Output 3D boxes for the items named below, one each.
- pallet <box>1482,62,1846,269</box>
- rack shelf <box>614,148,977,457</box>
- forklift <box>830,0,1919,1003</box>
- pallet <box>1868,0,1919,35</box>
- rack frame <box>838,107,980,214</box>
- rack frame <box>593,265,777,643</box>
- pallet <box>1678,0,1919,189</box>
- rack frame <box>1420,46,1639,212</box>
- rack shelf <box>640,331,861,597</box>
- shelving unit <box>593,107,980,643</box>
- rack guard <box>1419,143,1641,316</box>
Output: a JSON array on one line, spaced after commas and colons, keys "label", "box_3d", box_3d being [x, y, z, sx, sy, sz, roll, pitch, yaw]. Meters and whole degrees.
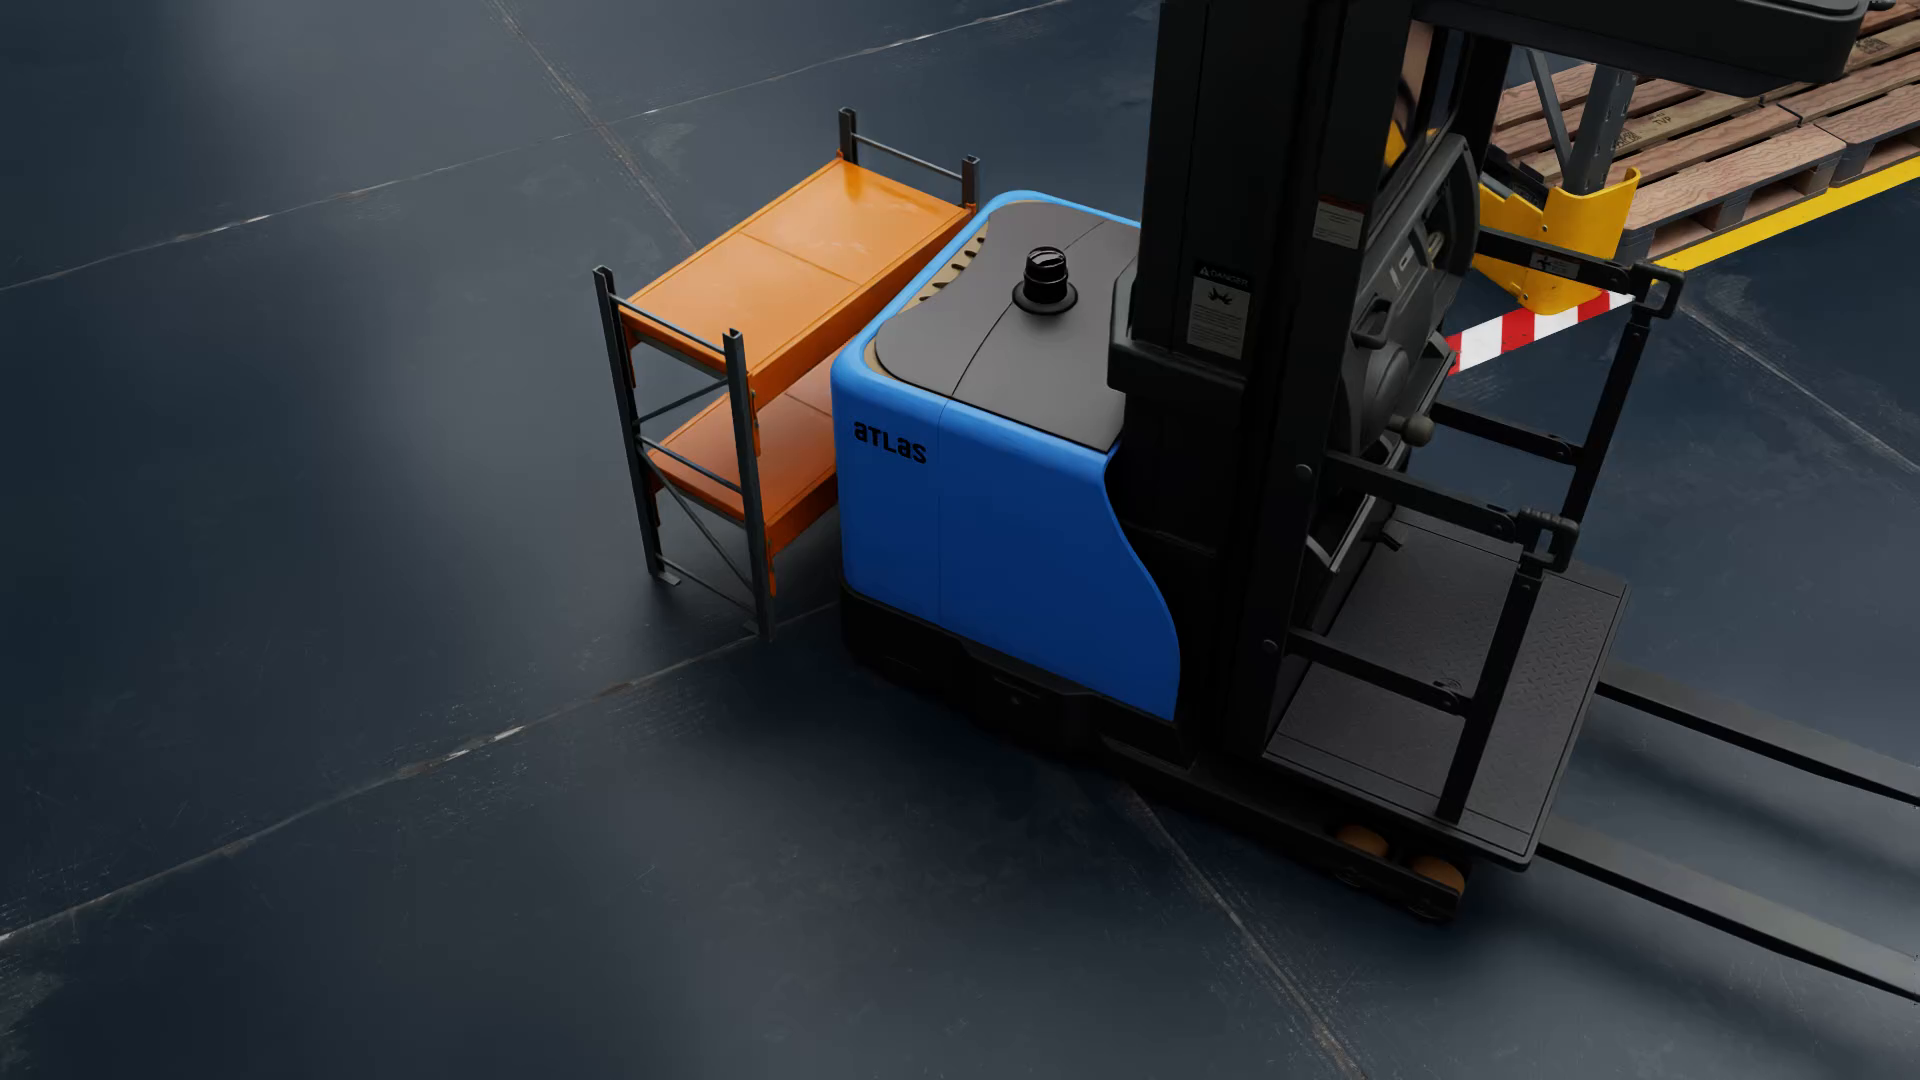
[{"label": "pallet", "box_3d": [2.734, -1.573, 6.720, 1.213, 0.211, 1.003, -22, 48, -21]}, {"label": "rack shelf", "box_3d": [-0.454, -0.705, 4.749, 0.538, 0.278, 1.000, 27, 50, 25]}, {"label": "forklift", "box_3d": [1.195, -0.513, 3.674, 3.031, 2.935, 1.130, 21, 48, 20]}, {"label": "pallet", "box_3d": [4.850, -2.420, 7.592, 1.213, 0.211, 1.003, -22, 48, -21]}, {"label": "rack frame", "box_3d": [-0.152, -0.780, 5.246, 0.500, 1.125, 0.032, 27, 50, 25]}, {"label": "rack frame", "box_3d": [-0.755, -0.210, 4.659, 0.500, 1.125, 0.032, 27, 50, 25]}, {"label": "pallet", "box_3d": [3.791, -1.994, 7.153, 1.213, 0.211, 1.003, -22, 48, -21]}, {"label": "rack frame", "box_3d": [2.000, -2.311, 5.478, 0.127, 3.000, 1.000, -22, 48, -21]}, {"label": "rack shelf", "box_3d": [-0.454, -0.320, 5.123, 0.538, 0.278, 1.000, 27, 50, 25]}, {"label": "shelving unit", "box_3d": [-0.454, -0.495, 4.953, 0.538, 1.125, 1.048, 27, 50, 25]}, {"label": "rack guard", "box_3d": [1.985, -1.398, 6.332, 0.348, 0.500, 1.175, -22, 48, -21]}]
